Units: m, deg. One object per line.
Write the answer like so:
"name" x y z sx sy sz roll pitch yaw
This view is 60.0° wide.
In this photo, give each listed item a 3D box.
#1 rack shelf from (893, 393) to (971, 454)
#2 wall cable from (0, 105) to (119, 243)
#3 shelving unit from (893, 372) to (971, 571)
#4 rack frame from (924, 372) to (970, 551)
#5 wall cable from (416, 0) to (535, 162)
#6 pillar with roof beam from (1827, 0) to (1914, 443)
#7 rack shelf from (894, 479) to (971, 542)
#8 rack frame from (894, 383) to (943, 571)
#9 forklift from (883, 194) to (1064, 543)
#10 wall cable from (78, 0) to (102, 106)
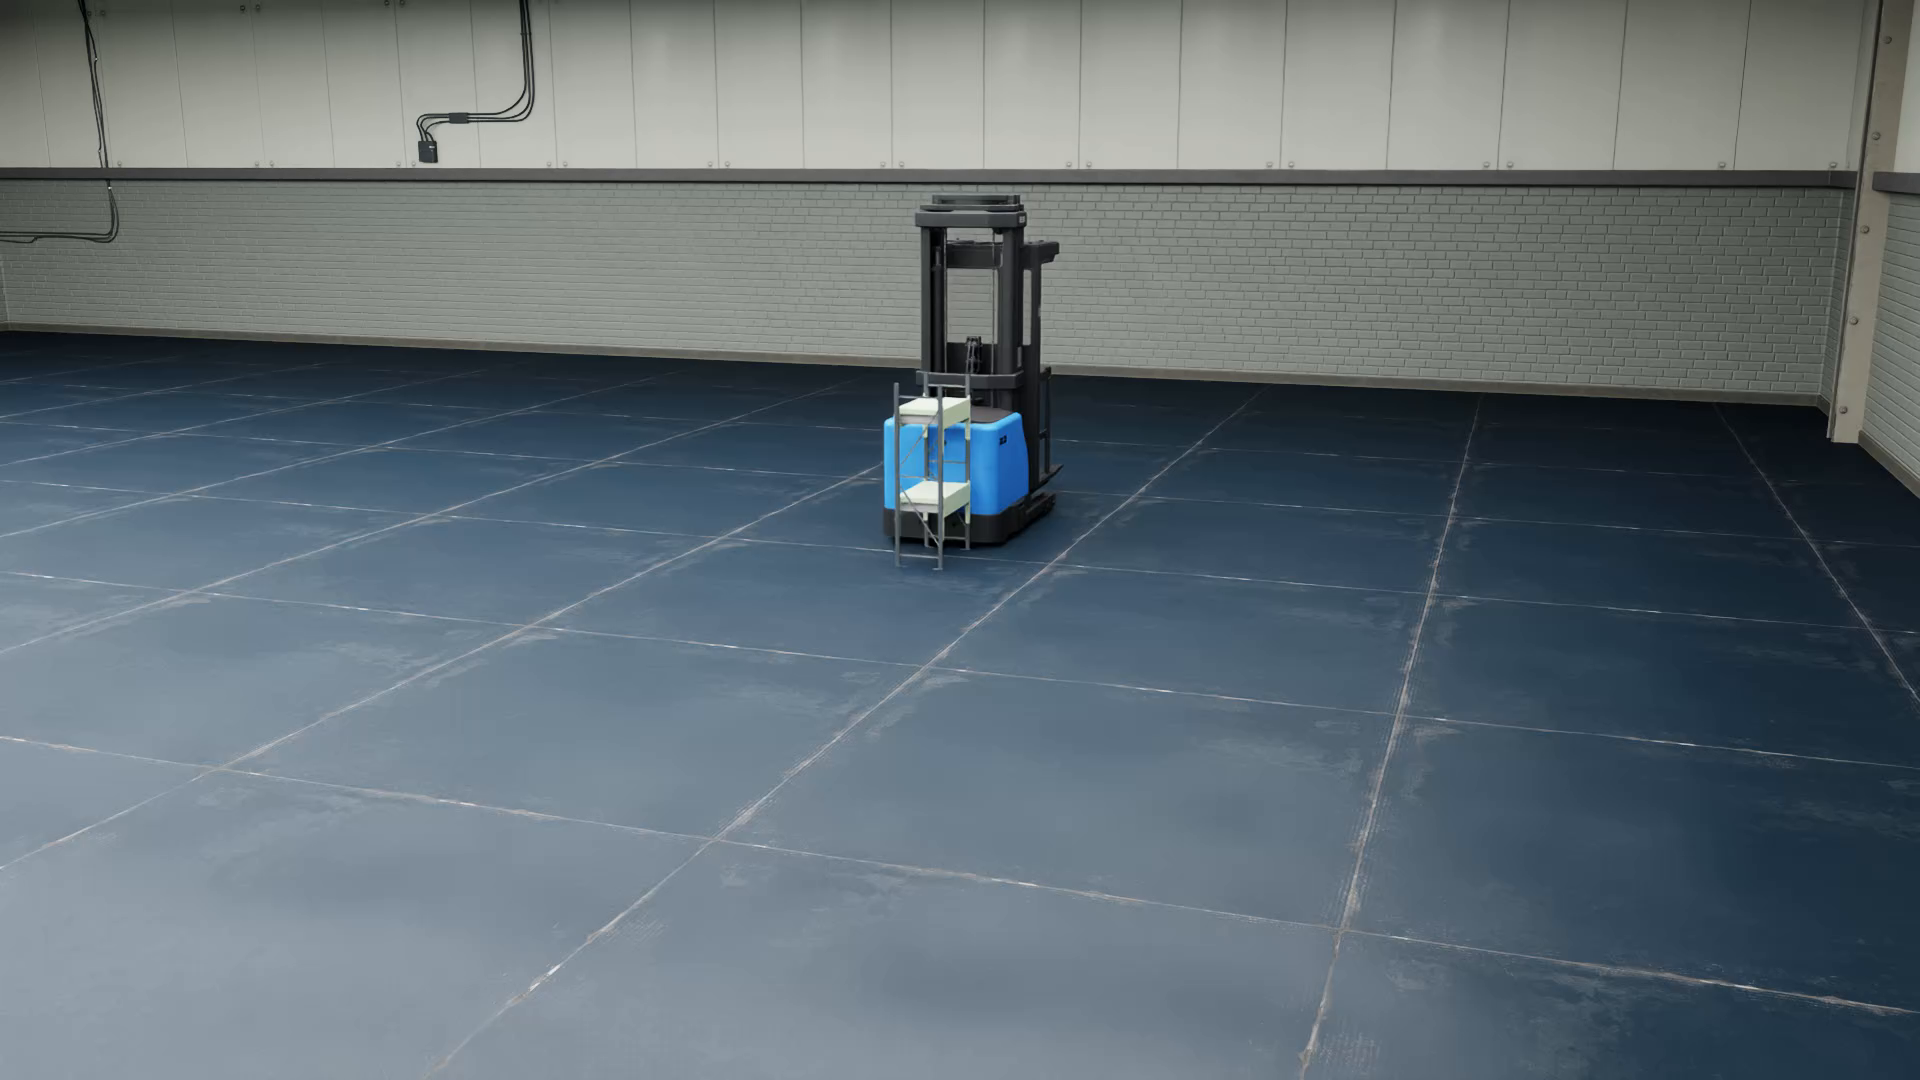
"rack shelf" -0.219 -0.956 13.553 0.431 0.370 0.720 4 13 17
"wall cable" -17.150 -6.848 31.248 3.097 2.526 0.112 4 14 18
"shelving unit" -0.219 -0.576 13.640 0.431 1.500 0.755 4 13 17
"rack frame" -0.109 -0.653 13.980 0.400 1.500 0.023 4 13 17
"wall cable" -8.172 -9.333 27.515 2.305 6.003 0.169 4 14 18
"pillar with roof beam" 6.378 -5.879 20.023 9.100 9.000 0.400 4 14 18
"rack shelf" -0.219 -0.258 13.713 0.431 0.370 0.720 4 13 17
"rack frame" -0.330 -0.498 13.300 0.400 1.500 0.023 4 13 17
"forklift" 0.266 -1.683 15.277 1.130 2.935 3.031 4 13 17
"wall cable" -14.590 -9.116 29.832 3.097 2.526 0.112 4 14 18
